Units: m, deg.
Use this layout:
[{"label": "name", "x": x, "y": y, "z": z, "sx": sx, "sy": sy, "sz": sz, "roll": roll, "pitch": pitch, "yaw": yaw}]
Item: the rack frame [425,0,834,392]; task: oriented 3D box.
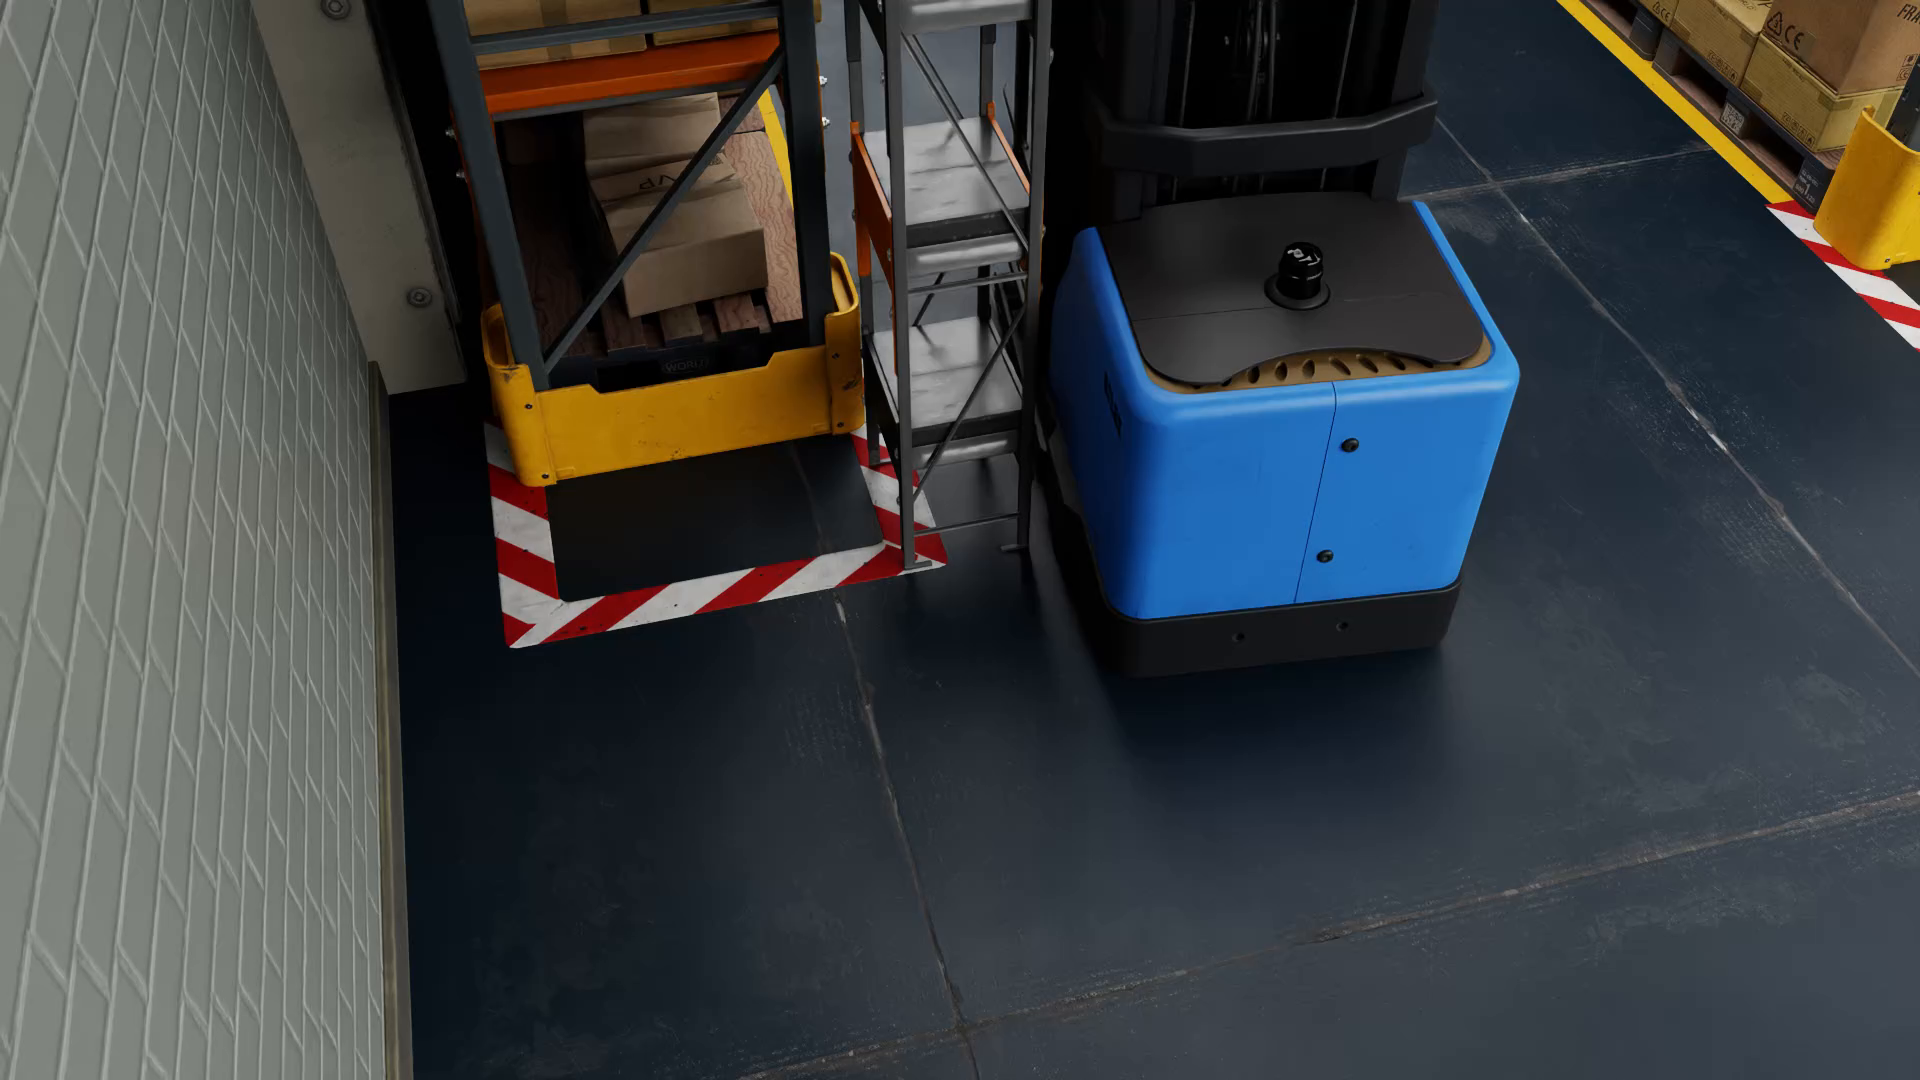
[{"label": "rack frame", "x": -0.898, "y": -1.385, "z": 4.507, "sx": 1.000, "sy": 3.000, "sz": 0.127, "roll": -11, "pitch": 47, "yaw": -10}]

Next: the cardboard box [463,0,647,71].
[{"label": "cardboard box", "x": -1.205, "y": -1.627, "z": 4.835, "sx": 0.500, "sy": 0.250, "sz": 0.500, "roll": -10, "pitch": 46, "yaw": -10}]

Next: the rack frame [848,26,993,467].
[{"label": "rack frame", "x": -0.104, "y": -1.018, "z": 4.777, "sx": 0.400, "sy": 2.100, "sz": 0.015, "roll": -11, "pitch": 47, "yaw": -10}]

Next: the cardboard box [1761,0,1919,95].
[{"label": "cardboard box", "x": 3.465, "y": -2.056, "z": 6.271, "sx": 0.500, "sy": 0.500, "sz": 0.500, "roll": -11, "pitch": 47, "yaw": -10}]

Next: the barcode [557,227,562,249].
[{"label": "barcode", "x": -1.379, "y": -1.035, "z": 5.732, "sx": 0.001, "sy": 0.075, "sz": 0.075, "roll": -11, "pitch": 47, "yaw": -10}]

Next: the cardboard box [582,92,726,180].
[{"label": "cardboard box", "x": -1.134, "y": -1.486, "z": 6.180, "sx": 0.500, "sy": 0.311, "sz": 0.500, "roll": -7, "pitch": 46, "yaw": -7}]

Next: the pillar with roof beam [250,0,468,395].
[{"label": "pillar with roof beam", "x": 2.248, "y": -4.597, "z": 3.455, "sx": 9.100, "sy": 9.000, "sz": 0.400, "roll": -11, "pitch": 47, "yaw": -10}]

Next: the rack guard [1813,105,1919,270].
[{"label": "rack guard", "x": 3.896, "y": -1.402, "z": 6.274, "sx": 1.175, "sy": 0.500, "sz": 0.348, "roll": -11, "pitch": 47, "yaw": -10}]

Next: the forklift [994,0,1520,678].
[{"label": "forklift", "x": 0.726, "y": -1.692, "z": 4.856, "sx": 1.130, "sy": 2.935, "sz": 3.031, "roll": -6, "pitch": 46, "yaw": -5}]

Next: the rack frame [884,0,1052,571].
[{"label": "rack frame", "x": 0.020, "y": -0.681, "z": 4.447, "sx": 0.400, "sy": 2.100, "sz": 0.015, "roll": -11, "pitch": 47, "yaw": -10}]

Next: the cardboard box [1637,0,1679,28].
[{"label": "cardboard box", "x": 3.197, "y": -2.482, "z": 7.214, "sx": 0.500, "sy": 0.250, "sz": 0.500, "roll": -11, "pitch": 47, "yaw": -10}]

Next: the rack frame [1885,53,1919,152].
[{"label": "rack frame", "x": 3.890, "y": -2.294, "z": 5.397, "sx": 1.000, "sy": 3.000, "sz": 0.127, "roll": -11, "pitch": 47, "yaw": -10}]

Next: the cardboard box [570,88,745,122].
[{"label": "cardboard box", "x": -1.274, "y": -2.068, "z": 6.618, "sx": 0.700, "sy": 0.500, "sz": 0.500, "roll": -13, "pitch": 47, "yaw": -13}]

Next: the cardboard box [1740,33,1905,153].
[{"label": "cardboard box", "x": 3.467, "y": -1.794, "z": 6.539, "sx": 0.500, "sy": 0.250, "sz": 0.500, "roll": -11, "pitch": 47, "yaw": -10}]

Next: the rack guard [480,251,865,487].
[{"label": "rack guard", "x": -0.917, "y": -0.563, "z": 5.451, "sx": 1.175, "sy": 0.500, "sz": 0.348, "roll": -11, "pitch": 47, "yaw": -10}]

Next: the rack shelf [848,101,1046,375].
[{"label": "rack shelf", "x": -0.042, "y": -0.840, "z": 4.622, "sx": 0.431, "sy": 0.518, "sz": 0.480, "roll": -11, "pitch": 47, "yaw": -10}]

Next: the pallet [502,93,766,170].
[{"label": "pallet", "x": -1.400, "y": -1.870, "z": 6.935, "sx": 1.003, "sy": 0.211, "sz": 1.213, "roll": -11, "pitch": 47, "yaw": -10}]

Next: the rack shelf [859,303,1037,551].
[{"label": "rack shelf", "x": -0.042, "y": -0.350, "z": 5.122, "sx": 0.431, "sy": 0.518, "sz": 0.480, "roll": -11, "pitch": 47, "yaw": -10}]

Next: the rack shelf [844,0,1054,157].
[{"label": "rack shelf", "x": -0.042, "y": -1.330, "z": 4.122, "sx": 0.431, "sy": 0.518, "sz": 0.480, "roll": -11, "pitch": 47, "yaw": -10}]

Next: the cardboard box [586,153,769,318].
[{"label": "cardboard box", "x": -0.988, "y": -1.092, "z": 5.795, "sx": 0.500, "sy": 0.311, "sz": 0.500, "roll": -16, "pitch": 48, "yaw": -15}]

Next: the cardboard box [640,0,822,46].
[{"label": "cardboard box", "x": -0.716, "y": -1.735, "z": 4.941, "sx": 0.500, "sy": 0.250, "sz": 0.500, "roll": -12, "pitch": 47, "yaw": -11}]

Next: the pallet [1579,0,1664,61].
[{"label": "pallet", "x": 3.345, "y": -2.679, "z": 7.727, "sx": 1.003, "sy": 0.211, "sz": 1.213, "roll": -11, "pitch": 47, "yaw": -10}]

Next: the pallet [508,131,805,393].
[{"label": "pallet", "x": -1.091, "y": -1.029, "z": 6.111, "sx": 1.003, "sy": 0.211, "sz": 1.213, "roll": -11, "pitch": 47, "yaw": -10}]

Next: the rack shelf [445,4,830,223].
[{"label": "rack shelf", "x": -1.410, "y": -2.514, "z": 6.117, "sx": 1.077, "sy": 0.370, "sz": 4.000, "roll": -11, "pitch": 47, "yaw": -10}]

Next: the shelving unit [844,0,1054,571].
[{"label": "shelving unit", "x": -0.042, "y": -0.849, "z": 4.612, "sx": 0.431, "sy": 2.100, "sz": 0.503, "roll": -11, "pitch": 47, "yaw": -10}]

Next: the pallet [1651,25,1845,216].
[{"label": "pallet", "x": 3.653, "y": -1.838, "z": 6.903, "sx": 1.003, "sy": 0.211, "sz": 1.213, "roll": -11, "pitch": 47, "yaw": -10}]

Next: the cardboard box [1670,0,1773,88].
[{"label": "cardboard box", "x": 3.327, "y": -2.137, "z": 6.876, "sx": 0.500, "sy": 0.250, "sz": 0.500, "roll": -11, "pitch": 47, "yaw": -10}]
